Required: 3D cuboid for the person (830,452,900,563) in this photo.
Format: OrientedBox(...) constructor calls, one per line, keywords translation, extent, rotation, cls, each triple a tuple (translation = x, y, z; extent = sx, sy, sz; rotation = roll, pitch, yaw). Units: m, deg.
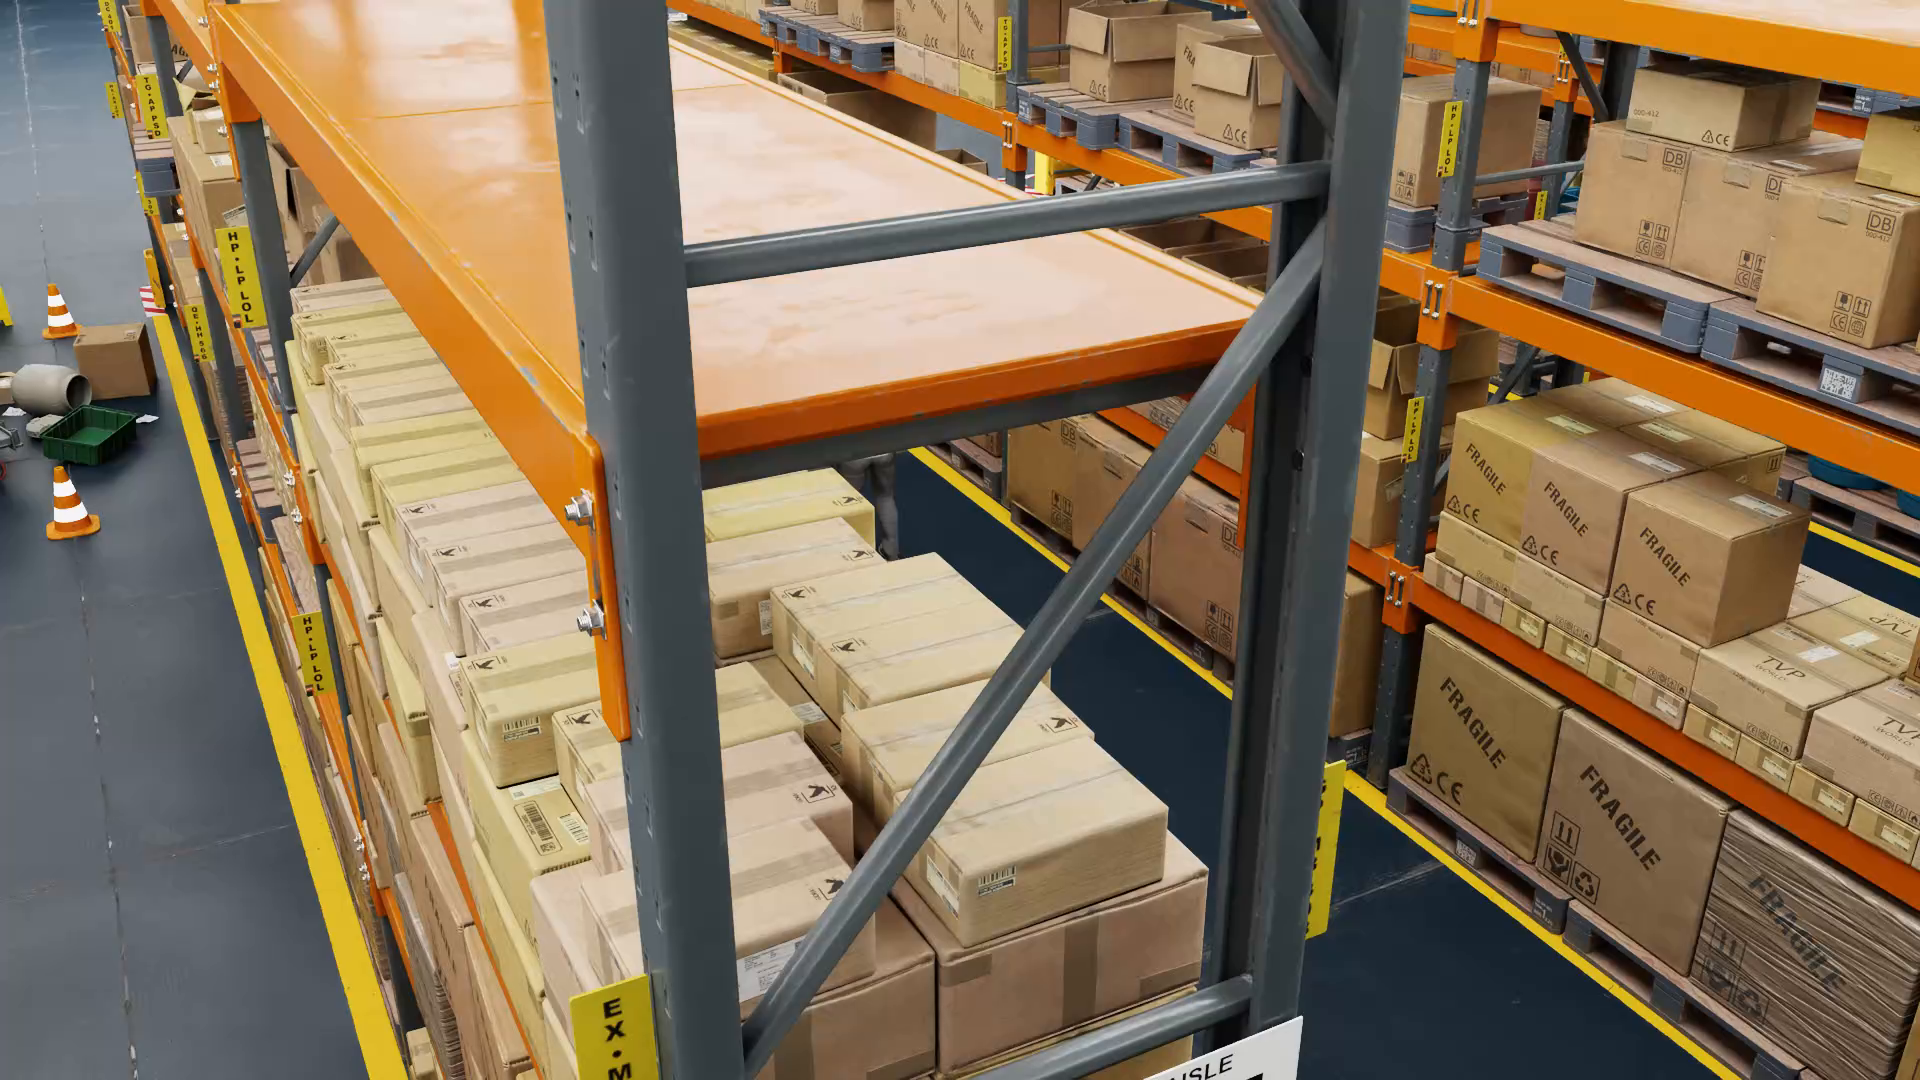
OrientedBox(translation=(-0.618, -0.584, 10.842), extent=(0.503, 1.657, 0.396), rotation=(-13, 29, -26), cls="person")
